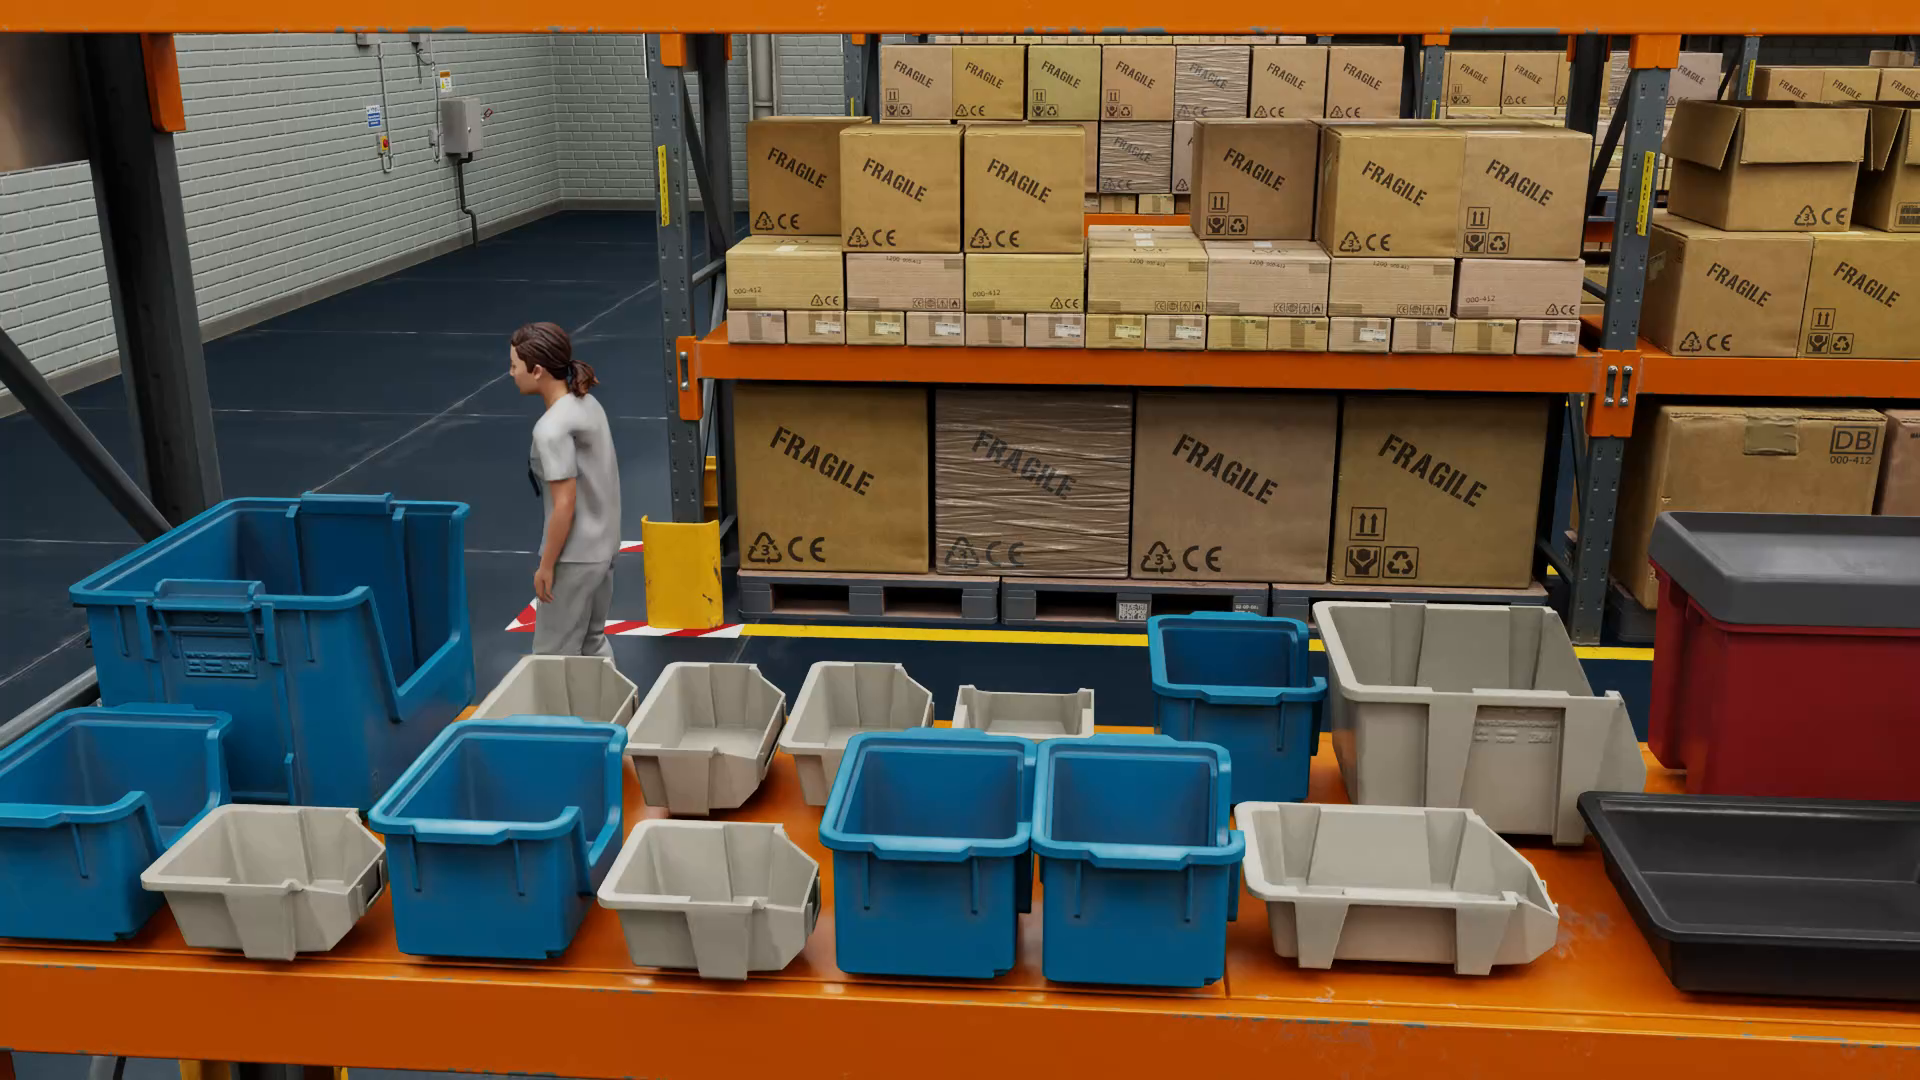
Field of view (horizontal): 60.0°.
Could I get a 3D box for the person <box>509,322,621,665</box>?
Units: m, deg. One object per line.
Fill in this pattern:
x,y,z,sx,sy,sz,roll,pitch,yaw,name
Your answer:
-1.407,0.052,5.887,0.415,1.673,0.487,1,18,2,person
